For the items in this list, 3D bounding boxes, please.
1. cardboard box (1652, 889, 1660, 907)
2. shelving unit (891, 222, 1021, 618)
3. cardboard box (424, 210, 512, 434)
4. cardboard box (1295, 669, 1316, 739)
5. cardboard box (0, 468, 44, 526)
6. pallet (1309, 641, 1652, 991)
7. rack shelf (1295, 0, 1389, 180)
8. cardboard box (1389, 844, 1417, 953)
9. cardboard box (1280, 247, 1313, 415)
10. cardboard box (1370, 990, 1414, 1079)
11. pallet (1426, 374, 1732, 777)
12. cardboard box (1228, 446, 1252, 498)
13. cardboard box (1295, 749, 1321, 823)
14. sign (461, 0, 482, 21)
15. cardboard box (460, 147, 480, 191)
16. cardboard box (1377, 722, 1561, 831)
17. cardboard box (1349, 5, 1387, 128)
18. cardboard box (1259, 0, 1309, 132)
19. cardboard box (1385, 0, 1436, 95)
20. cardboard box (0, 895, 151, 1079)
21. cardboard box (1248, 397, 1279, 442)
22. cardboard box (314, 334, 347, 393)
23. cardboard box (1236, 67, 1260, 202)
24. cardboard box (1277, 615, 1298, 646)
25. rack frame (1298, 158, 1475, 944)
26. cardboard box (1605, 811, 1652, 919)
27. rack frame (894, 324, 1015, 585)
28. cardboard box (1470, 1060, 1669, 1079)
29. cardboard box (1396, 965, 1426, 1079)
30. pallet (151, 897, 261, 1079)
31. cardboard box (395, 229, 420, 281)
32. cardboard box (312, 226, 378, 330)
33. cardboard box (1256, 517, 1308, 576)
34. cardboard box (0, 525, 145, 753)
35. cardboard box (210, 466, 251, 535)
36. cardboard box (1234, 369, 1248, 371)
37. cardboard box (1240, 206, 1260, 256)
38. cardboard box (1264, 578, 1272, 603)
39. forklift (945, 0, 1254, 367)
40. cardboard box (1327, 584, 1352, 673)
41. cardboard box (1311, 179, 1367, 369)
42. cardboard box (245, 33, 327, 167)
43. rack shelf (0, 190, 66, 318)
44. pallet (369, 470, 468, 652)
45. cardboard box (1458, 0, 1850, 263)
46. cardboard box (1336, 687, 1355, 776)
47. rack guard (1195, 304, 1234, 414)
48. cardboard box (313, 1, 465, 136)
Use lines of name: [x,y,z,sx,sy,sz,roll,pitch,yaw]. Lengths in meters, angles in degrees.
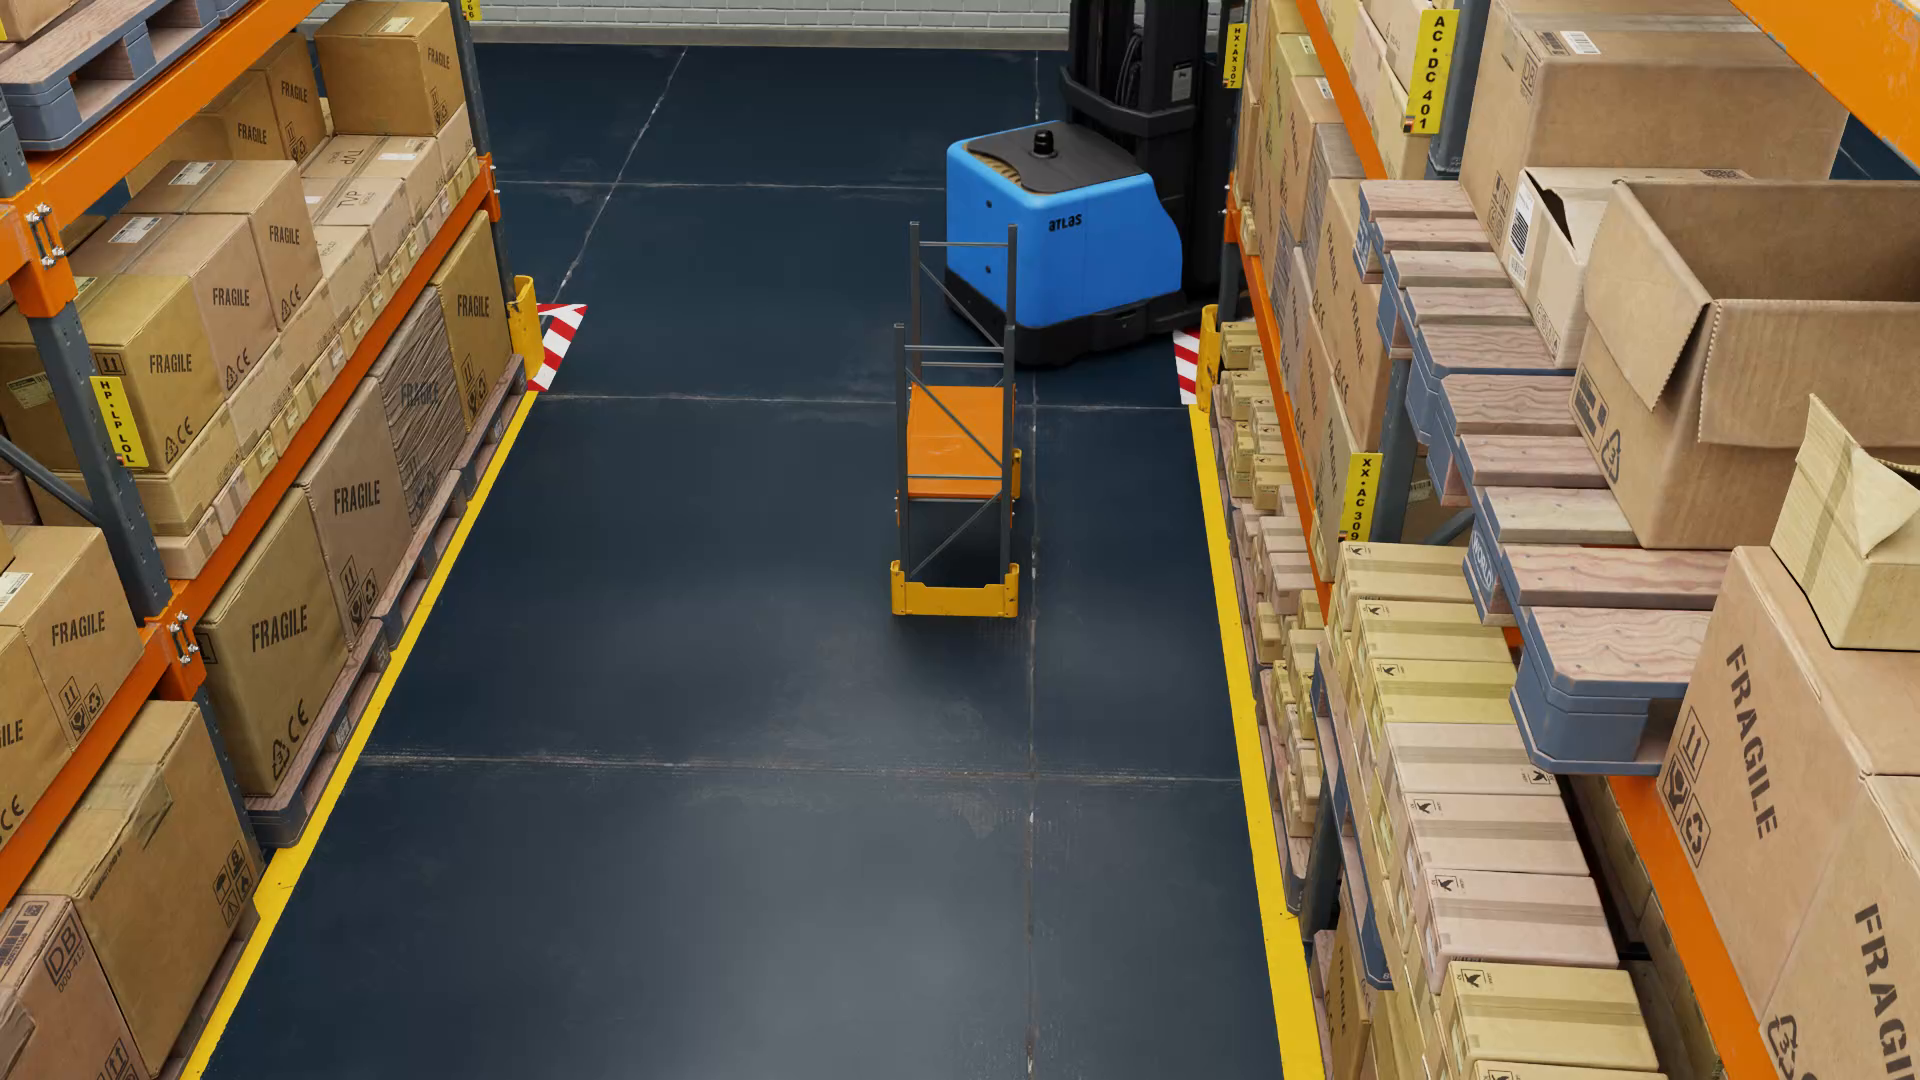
cardboard box: [1.904,0.880,3.983,0.380,0.149,0.250,0,35,-1]
shelving unit: [-0.003,-0.570,7.756,0.587,1.500,1.083,1,35,2]
cardboard box: [-2.973,-1.166,8.784,0.875,0.875,0.875,1,35,2]
cardboard box: [1.488,0.630,6.341,0.380,0.149,0.250,2,35,2]
cardboard box: [-3.433,-0.255,5.876,0.500,0.250,0.500,1,35,1]
pallet: [1.588,0.752,4.739,1.003,0.211,1.213,1,35,2]
rack shelf: [1.844,-1.845,6.283,1.077,0.370,4.000,1,35,2]
cardboard box: [1.251,0.864,4.007,0.380,0.149,0.250,3,35,4]
cardboard box: [1.544,-0.794,6.425,0.500,0.500,0.500,1,35,2]
cardboard box: [1.451,1.506,4.655,0.500,0.250,0.500,2,35,3]
pallet: [1.594,0.035,3.146,1.213,0.211,1.003,1,35,2]
cardboard box: [1.532,-0.333,8.229,0.380,0.149,0.250,2,35,2]
cardboard box: [1.459,0.922,6.185,0.380,0.149,0.250,2,35,3]
sign: [-2.486,-2.784,8.389,0.100,0.325,0.005,1,35,2]
cardboard box: [-2.713,-1.918,8.590,0.380,0.149,0.250,2,35,3]
cardboard box: [1.258,0.591,4.136,0.380,0.149,0.250,1,35,1]
cardboard box: [1.545,-1.503,5.302,0.500,0.250,0.500,1,35,2]
cardboard box: [1.627,-2.091,7.401,0.500,0.500,0.500,2,35,3]
cardboard box: [1.528,-1.404,4.726,0.500,0.250,0.500,0,35,0]
cardboard box: [-3.229,1.644,4.785,1.225,0.875,0.875,0,35,0]
cardboard box: [1.608,-0.569,8.048,0.380,0.149,0.250,0,35,0]
cardboard box: [-2.792,-0.739,6.912,0.380,0.149,0.250,2,35,2]
cardboard box: [1.630,-1.972,8.101,0.500,0.500,0.500,3,35,4]
cardboard box: [1.549,0.323,7.037,0.380,0.149,0.250,2,35,3]
rack frame: [1.764,0.237,5.304,1.000,3.000,0.127,1,35,2]
cardboard box: [1.913,0.837,4.303,0.380,0.149,0.250,0,35,-1]
rack frame: [-0.024,-0.273,7.333,0.500,1.500,0.032,1,35,2]
cardboard box: [1.219,1.188,3.287,0.380,0.149,0.250,3,35,4]
cardboard box: [1.241,1.134,3.881,0.380,0.149,0.250,1,35,1]
pallet: [-3.144,1.651,5.718,1.003,0.211,1.213,1,35,2]
cardboard box: [-2.752,-1.332,7.755,0.380,0.149,0.250,1,35,1]
cardboard box: [-2.840,-1.126,7.115,0.500,0.250,0.500,1,35,2]
cardboard box: [1.497,0.027,7.200,0.380,0.149,0.250,0,35,0]
cardboard box: [-2.934,0.299,5.129,0.500,0.500,0.500,1,35,2]
cardboard box: [-2.834,-0.146,6.067,0.380,0.149,0.250,0,35,0]
cardboard box: [1.647,-0.893,8.767,0.380,0.149,0.250,3,35,4]
cardboard box: [1.551,-1.479,7.964,0.380,0.149,0.250,0,35,1]
cardboard box: [1.558,0.256,7.392,0.380,0.149,0.250,2,35,3]
forklift: [1.444,-2.809,9.698,3.031,2.935,1.130,-18,39,-24]
cardboard box: [1.288,0.262,4.863,0.380,0.149,0.250,2,35,3]
cardboard box: [1.528,-0.908,5.718,0.500,0.500,0.500,0,35,0]
cardboard box: [-3.337,-2.044,7.769,0.500,0.500,0.500,1,35,1]
rack shelf: [-3.269,0.281,3.259,1.077,0.370,4.000,1,35,2]
pallet: [-3.033,0.068,7.970,1.003,0.211,1.213,1,35,2]
cardboard box: [1.639,-0.987,3.985,0.700,0.500,0.500,1,35,2]
cardboard box: [1.283,0.543,4.721,0.380,0.149,0.250,2,35,3]
rack guard: [1.921,-0.994,9.230,1.175,0.500,0.348,1,35,2]
cardboard box: [-2.785,-2.315,8.154,0.500,0.500,0.500,2,35,2]
